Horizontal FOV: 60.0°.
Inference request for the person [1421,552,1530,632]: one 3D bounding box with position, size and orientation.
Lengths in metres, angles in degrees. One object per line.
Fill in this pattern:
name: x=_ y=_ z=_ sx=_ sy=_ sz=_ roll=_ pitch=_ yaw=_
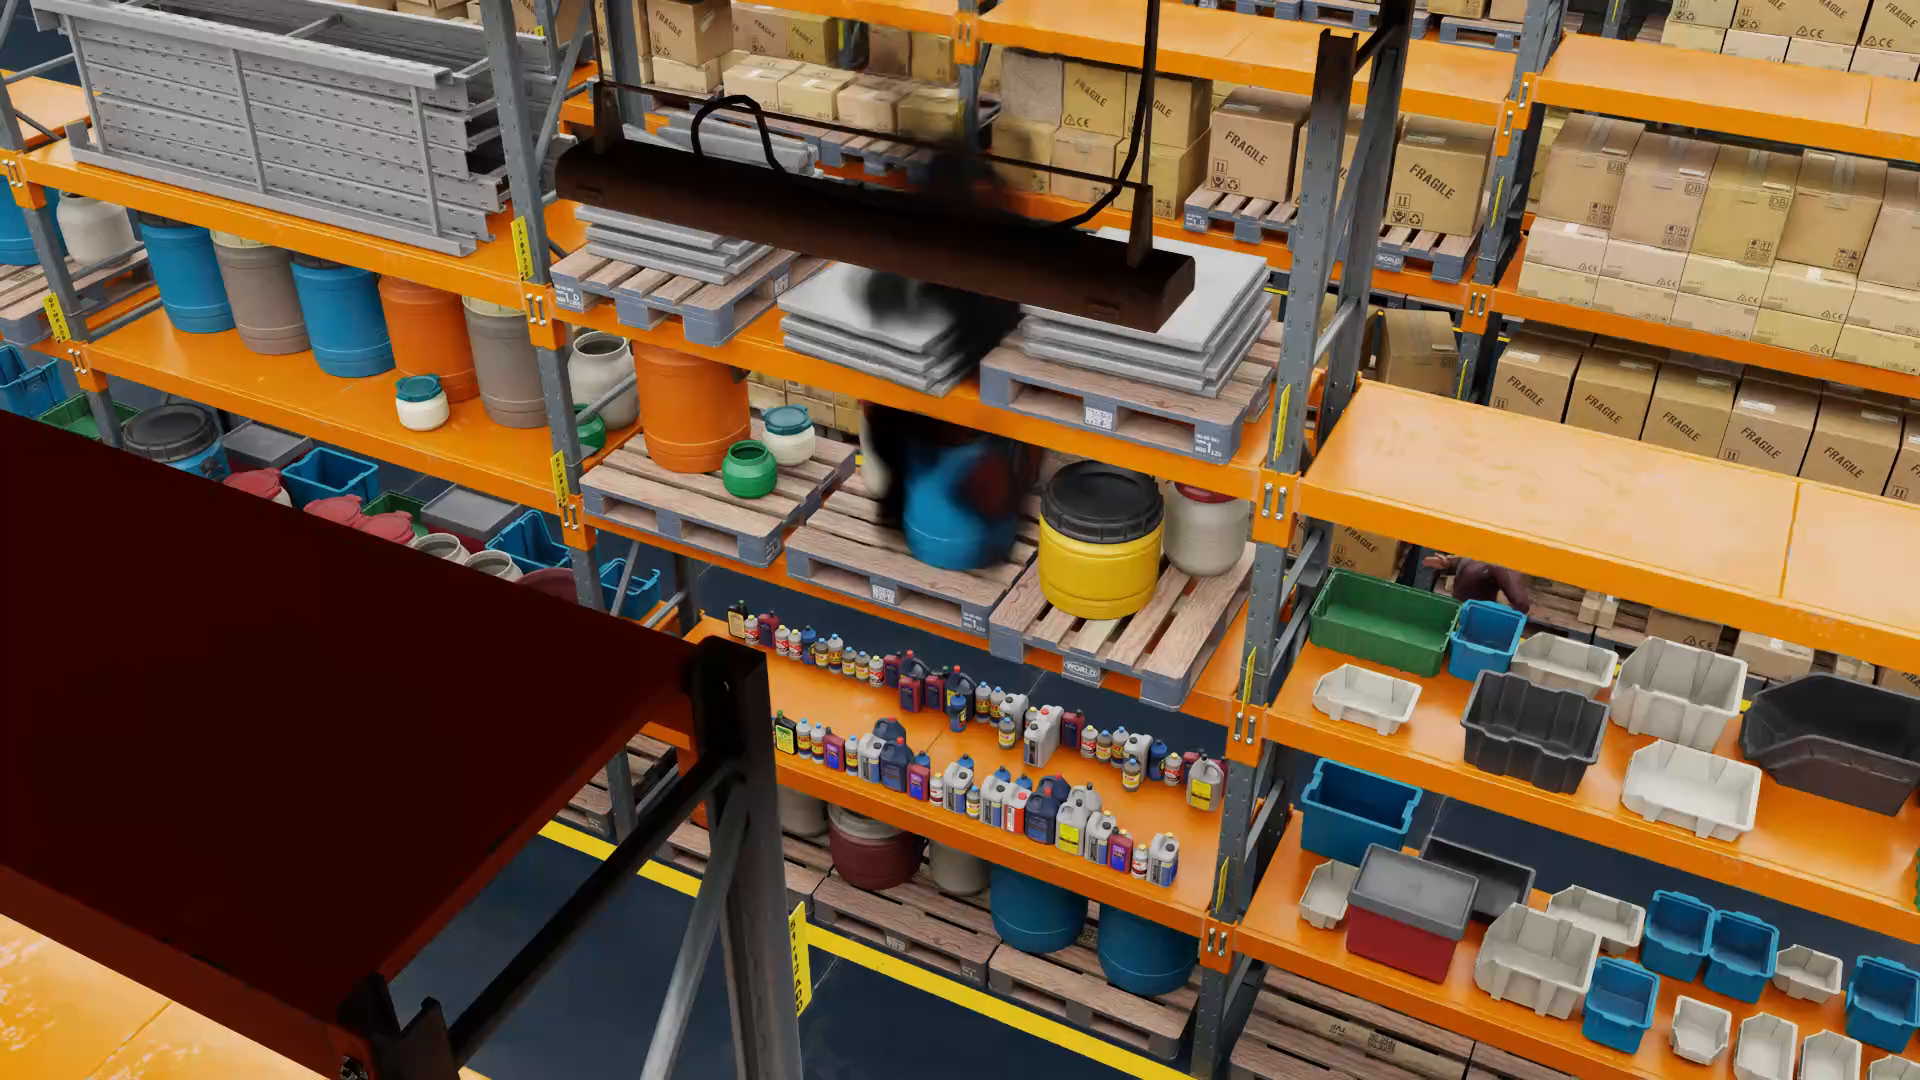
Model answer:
person: x=3.410 y=0.575 z=11.061 sx=0.894 sy=1.840 sz=0.698 roll=11 pitch=36 yaw=15
